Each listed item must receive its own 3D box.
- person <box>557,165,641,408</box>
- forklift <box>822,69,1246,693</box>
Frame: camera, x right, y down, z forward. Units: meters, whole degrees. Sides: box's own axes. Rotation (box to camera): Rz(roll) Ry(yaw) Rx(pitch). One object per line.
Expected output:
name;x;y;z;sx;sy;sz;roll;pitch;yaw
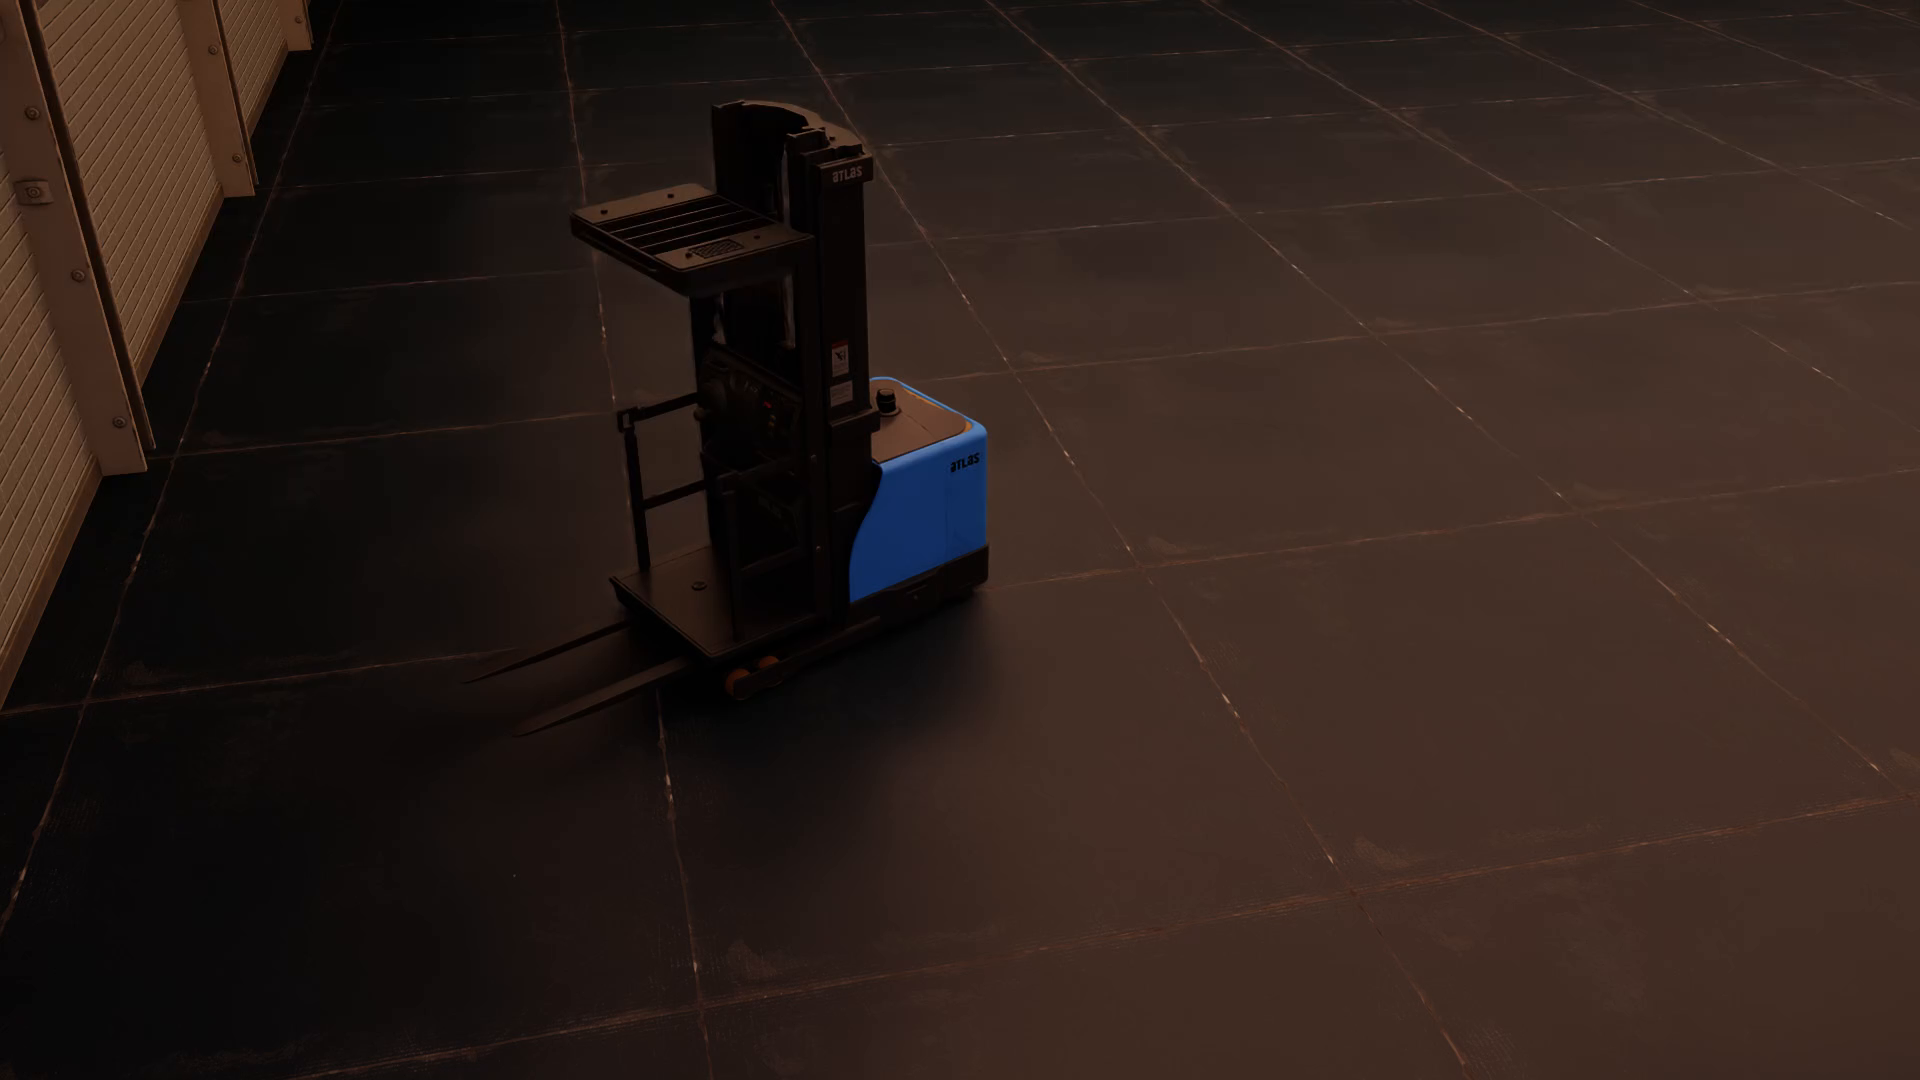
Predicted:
person;-2.586;-1.811;11.876;0.463;1.759;0.626;22;36;33
forklift;0.399;-0.990;9.285;1.130;2.935;3.031;-20;35;-30
